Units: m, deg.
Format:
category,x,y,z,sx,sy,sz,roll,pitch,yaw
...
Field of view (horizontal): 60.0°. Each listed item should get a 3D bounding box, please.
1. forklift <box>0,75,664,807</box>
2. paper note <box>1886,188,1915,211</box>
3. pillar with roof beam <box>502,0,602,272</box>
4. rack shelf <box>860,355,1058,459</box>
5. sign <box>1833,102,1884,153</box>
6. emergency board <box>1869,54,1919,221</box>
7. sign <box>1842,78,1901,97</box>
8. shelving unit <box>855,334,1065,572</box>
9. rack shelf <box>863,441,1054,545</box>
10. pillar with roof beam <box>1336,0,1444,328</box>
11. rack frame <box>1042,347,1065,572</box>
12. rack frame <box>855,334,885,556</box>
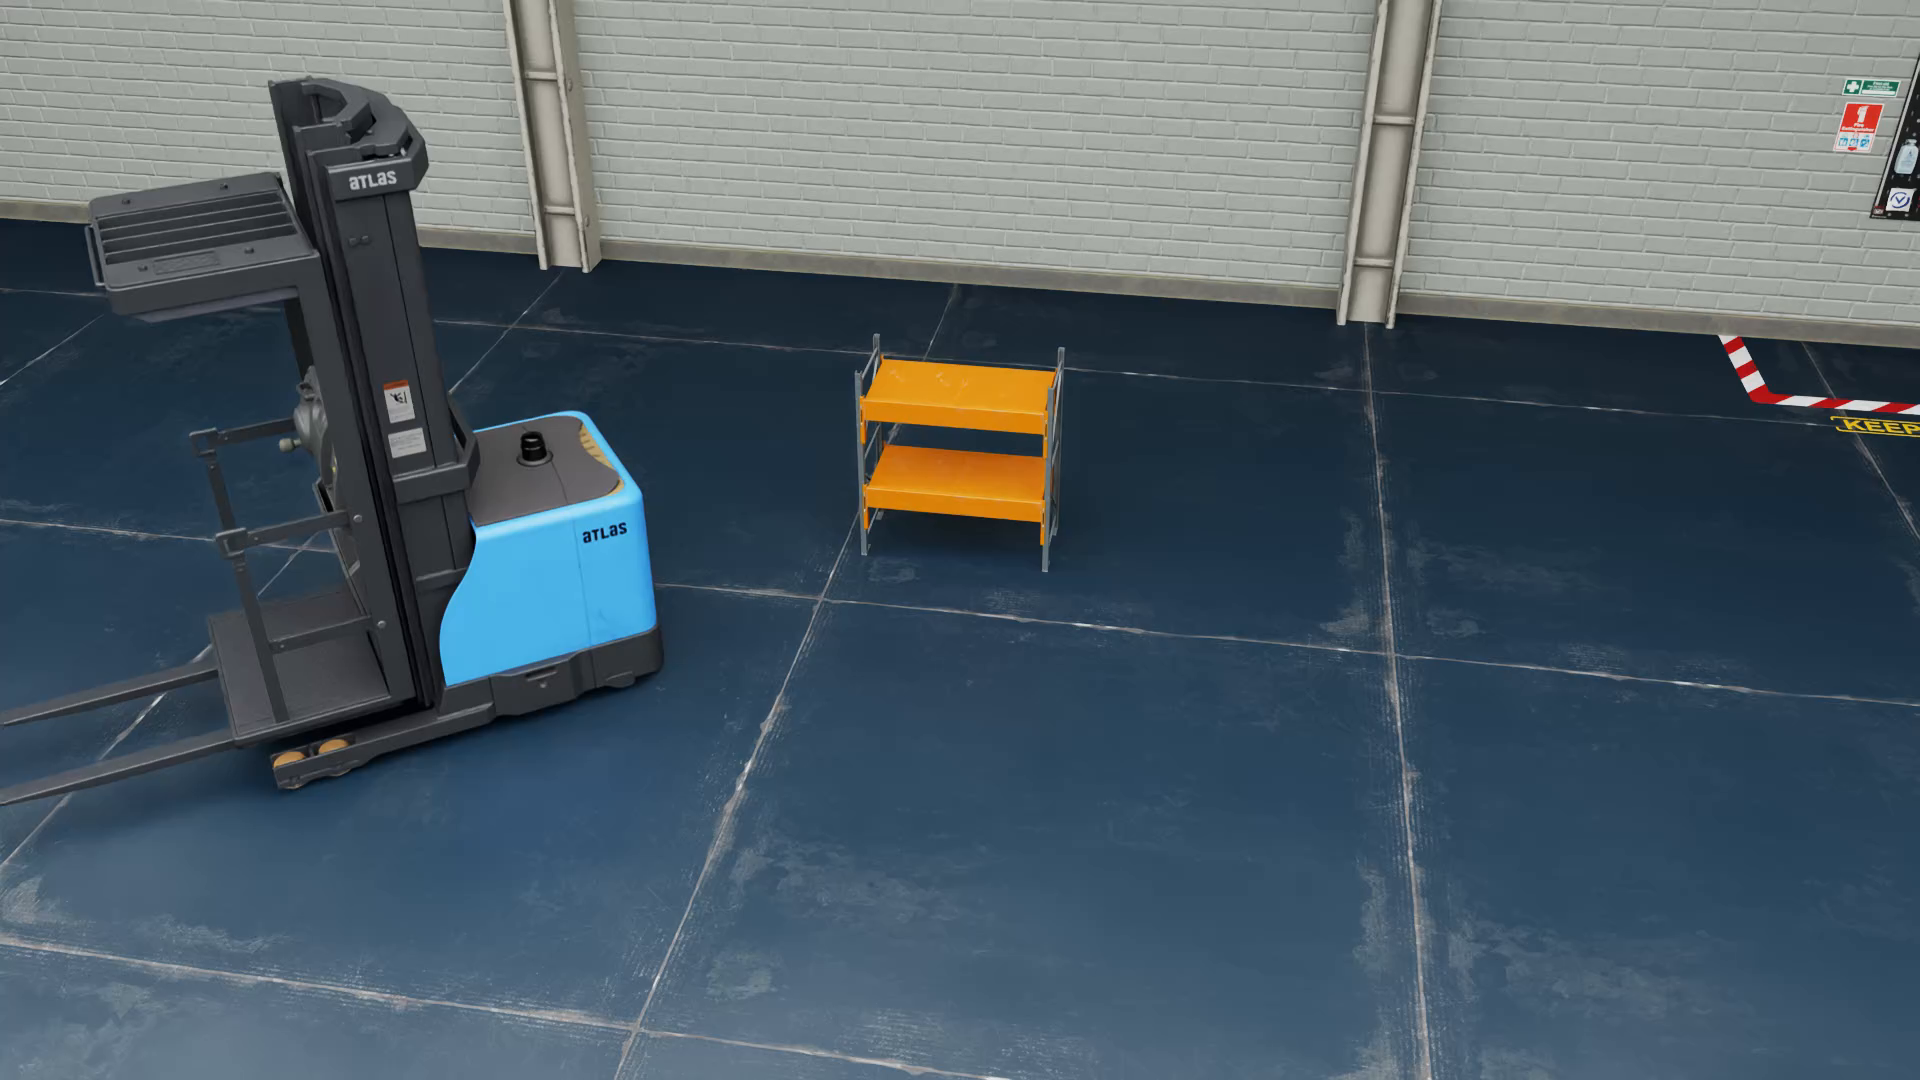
category,x,y,z,sx,sy,sz,roll,pitch,yaw
forklift,-3.029,-0.426,7.343,3.031,2.935,1.130,-15,35,-23
paper note,6.239,-2.258,11.034,0.142,0.148,0.016,5,32,8
pillar with roof beam,-3.722,-3.701,6.855,0.400,9.000,9.100,5,32,8
rack shelf,0.007,-0.724,8.969,1.000,0.278,0.538,5,32,8
sign,5.874,-2.698,10.873,0.234,0.329,0.001,5,32,8
emergency board,6.396,-2.589,10.734,0.626,1.169,0.157,5,32,8
sign,5.877,-2.917,10.724,0.331,0.109,0.001,5,32,8
shelving unit,0.007,-0.476,9.124,1.048,1.125,0.538,5,32,8
rack shelf,0.007,-0.269,9.254,1.000,0.278,0.538,5,32,8
pillar with roof beam,2.192,-3.166,6.000,0.400,9.000,9.100,5,32,8
rack frame,0.508,-0.431,9.052,0.032,1.125,0.500,5,32,8
rack frame,-0.494,-0.522,9.197,0.032,1.125,0.500,5,32,8
